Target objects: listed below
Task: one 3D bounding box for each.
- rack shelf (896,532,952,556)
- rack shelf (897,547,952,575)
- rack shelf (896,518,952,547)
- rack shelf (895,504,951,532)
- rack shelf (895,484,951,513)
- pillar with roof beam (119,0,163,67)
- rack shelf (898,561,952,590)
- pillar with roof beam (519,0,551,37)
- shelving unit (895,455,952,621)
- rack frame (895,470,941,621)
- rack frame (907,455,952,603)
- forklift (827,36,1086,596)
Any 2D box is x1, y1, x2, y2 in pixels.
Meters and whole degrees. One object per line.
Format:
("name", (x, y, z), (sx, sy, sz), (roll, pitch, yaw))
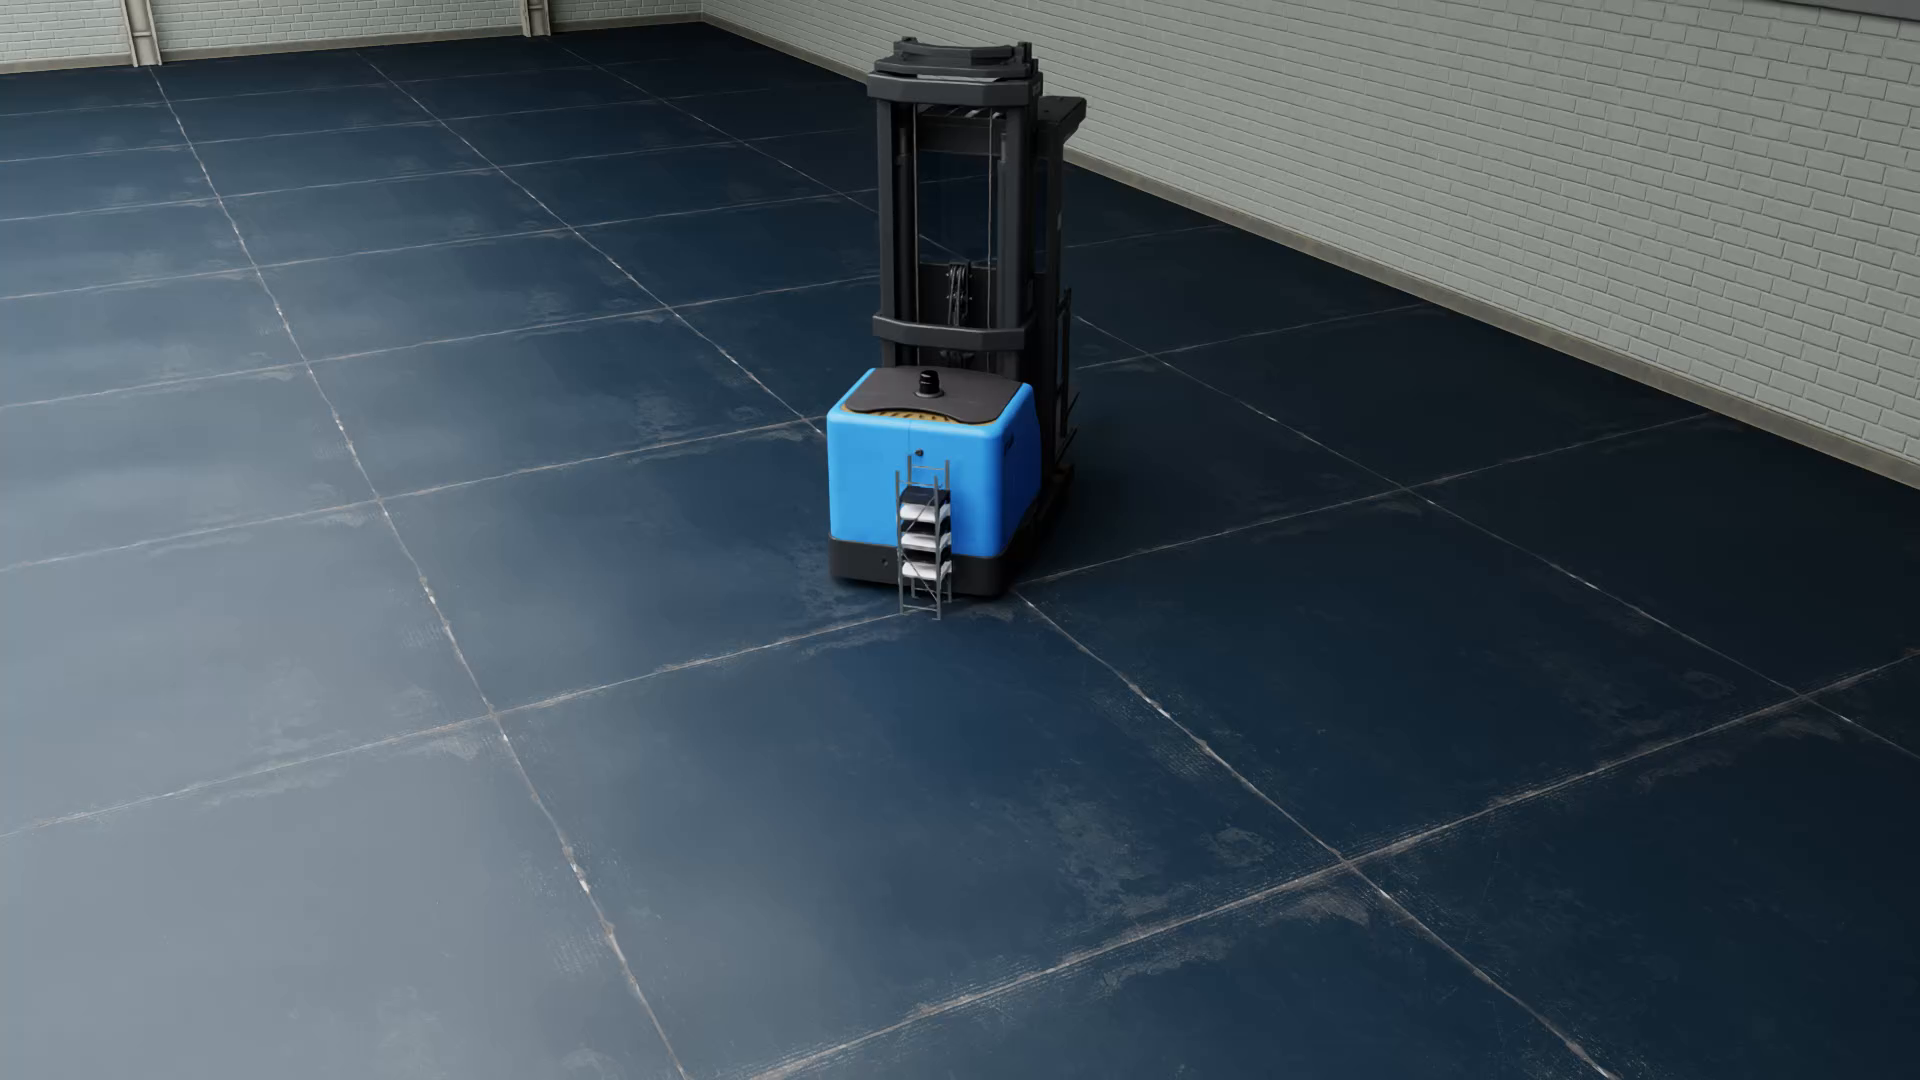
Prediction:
("rack shelf", (-0.198, 0.021, 9.232), (0.258, 0.077, 0.200), (8, 29, 15))
("rack shelf", (-0.196, 0.101, 9.275), (0.258, 0.077, 0.200), (8, 29, 15))
("rack shelf", (-0.199, -0.058, 9.190), (0.258, 0.077, 0.200), (8, 29, 15))
("rack shelf", (-0.200, -0.137, 9.148), (0.258, 0.077, 0.200), (8, 29, 15))
("rack shelf", (-0.201, -0.217, 9.105), (0.258, 0.077, 0.200), (8, 29, 15))
("pillar with roof beam", (-10.369, -9.671, 19.997), (0.400, 9.000, 9.100), (-13, 29, -25))
("rack shelf", (-0.195, 0.180, 9.317), (0.258, 0.077, 0.200), (8, 29, 15))
("pillar with roof beam", (-5.075, -10.893, 22.542), (0.400, 9.000, 9.100), (-13, 29, -25))
("shelving unit", (-0.198, -0.008, 9.217), (0.258, 0.900, 0.210), (8, 29, 15))
("rack frame", (-0.228, 0.038, 9.131), (0.240, 0.900, 0.006), (8, 29, 15))
("rack frame", (-0.168, -0.054, 9.302), (0.240, 0.900, 0.006), (8, 29, 15))
("forklift", (0.126, -1.621, 10.240), (1.130, 2.935, 3.031), (7, 26, 14))
